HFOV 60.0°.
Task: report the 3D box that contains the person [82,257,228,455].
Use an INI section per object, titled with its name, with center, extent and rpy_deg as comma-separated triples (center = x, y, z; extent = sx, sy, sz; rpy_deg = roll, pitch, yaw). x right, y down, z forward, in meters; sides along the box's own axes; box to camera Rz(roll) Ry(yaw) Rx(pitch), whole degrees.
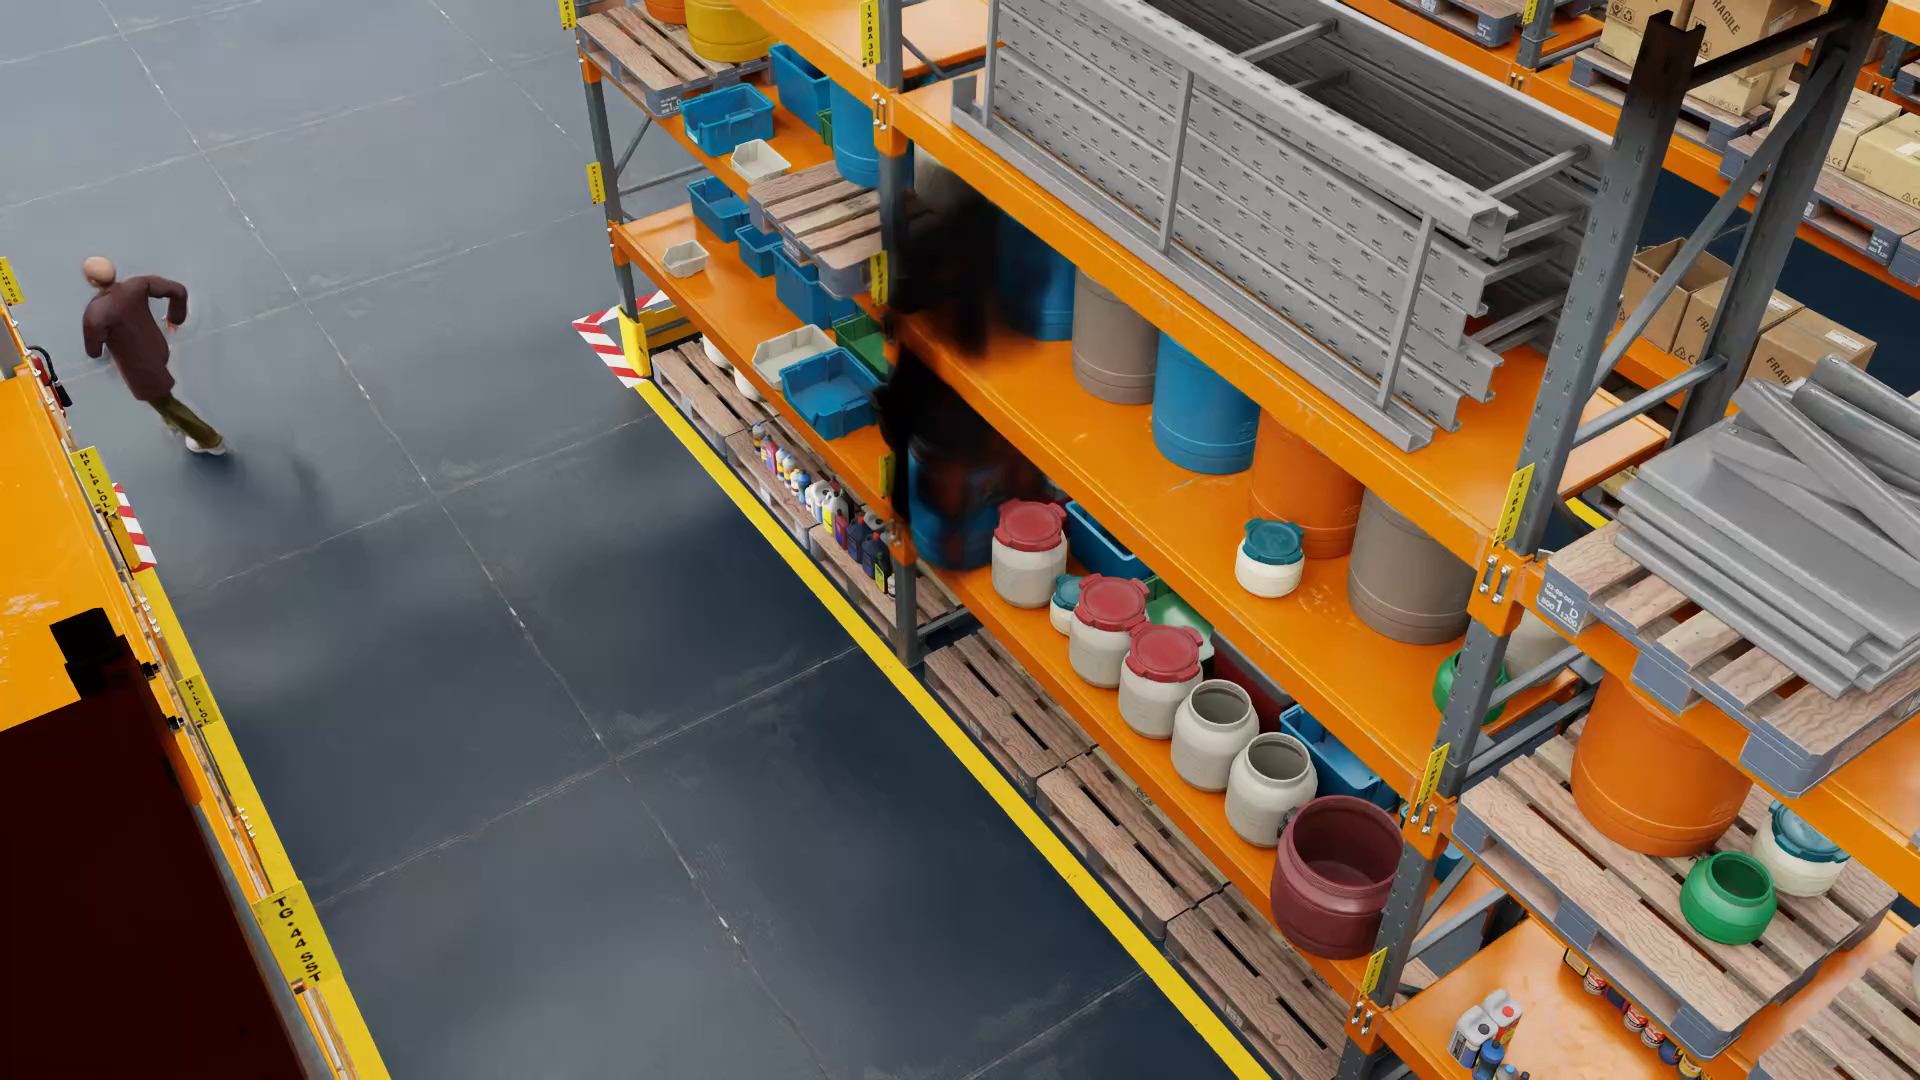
[person]
center = -5.807, -1.270, 11.862
extent = 0.712, 1.802, 0.708
rpy_deg = 10, 44, 11
